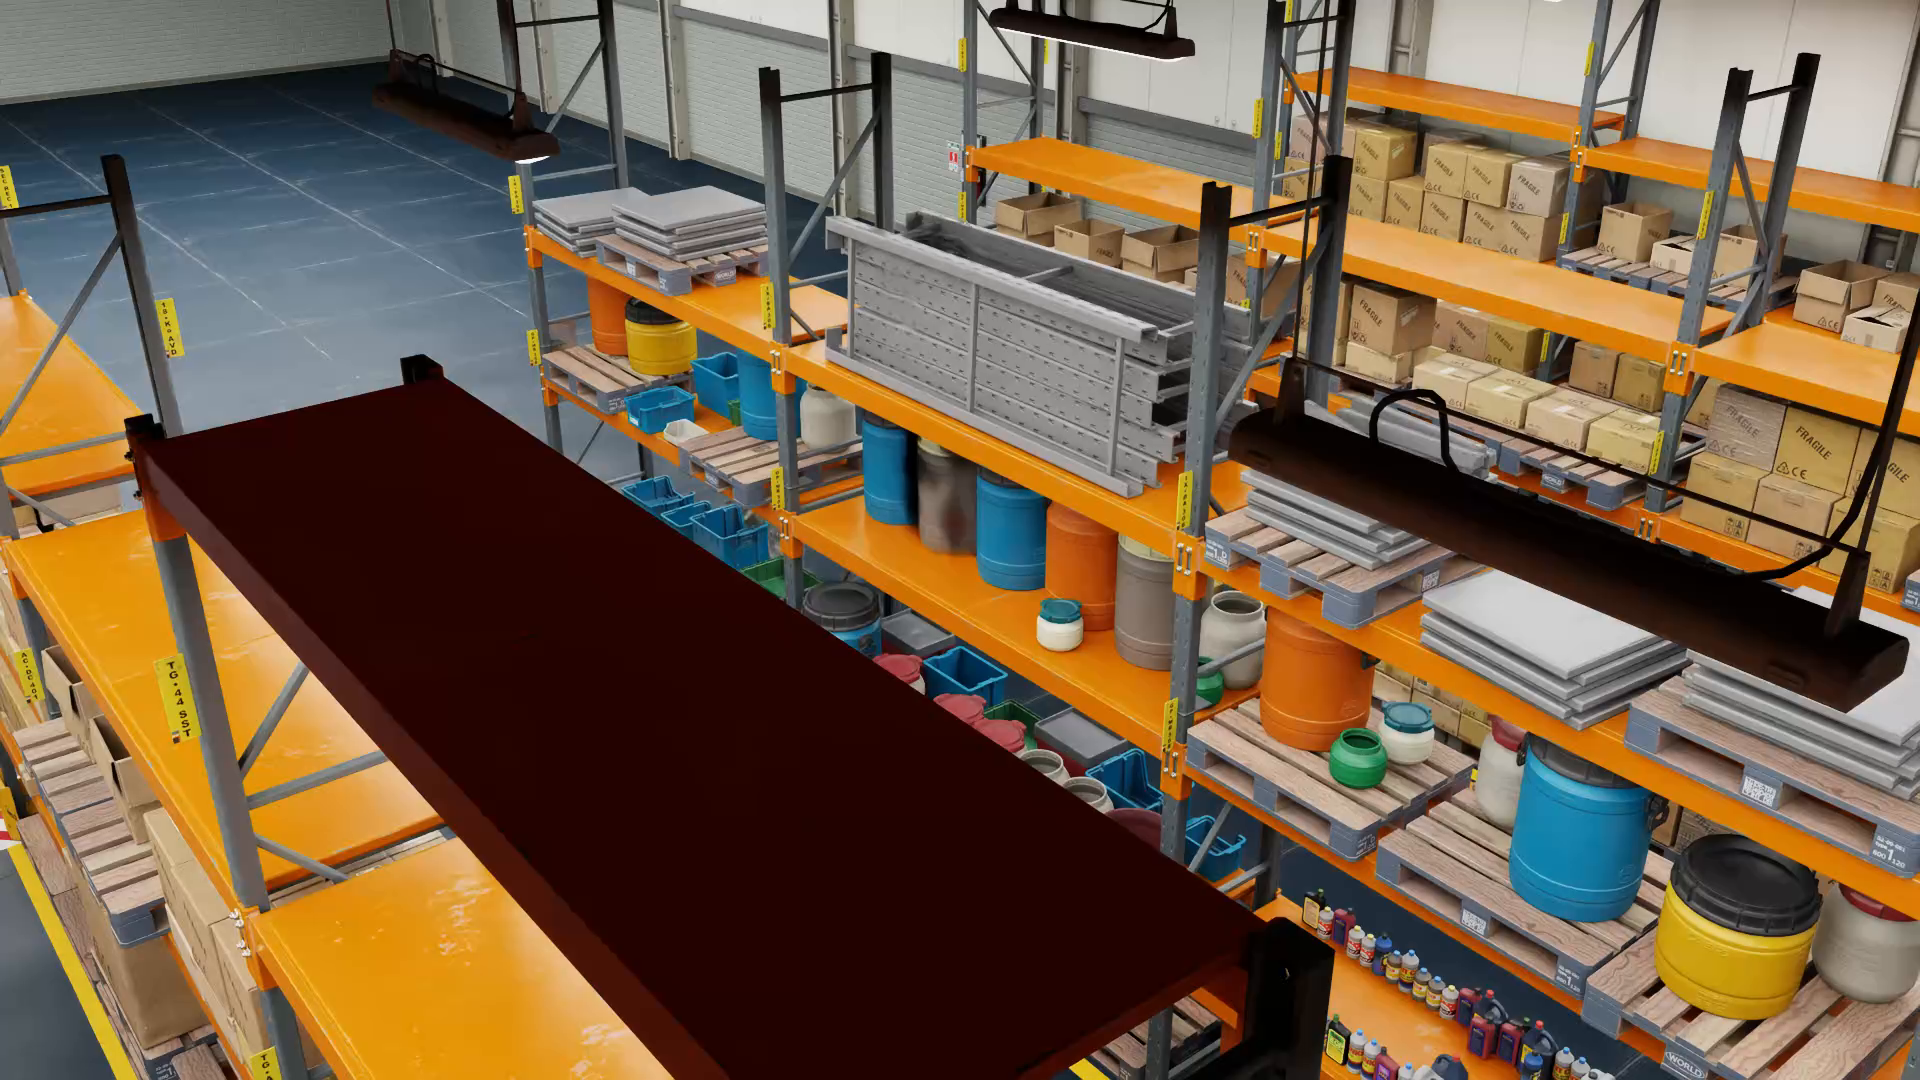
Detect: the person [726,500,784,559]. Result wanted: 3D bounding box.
[{"bbox_3d":[-2.031,-0.369,17.057,0.737,1.702,0.708,1,26,2],"label":"person"}]
